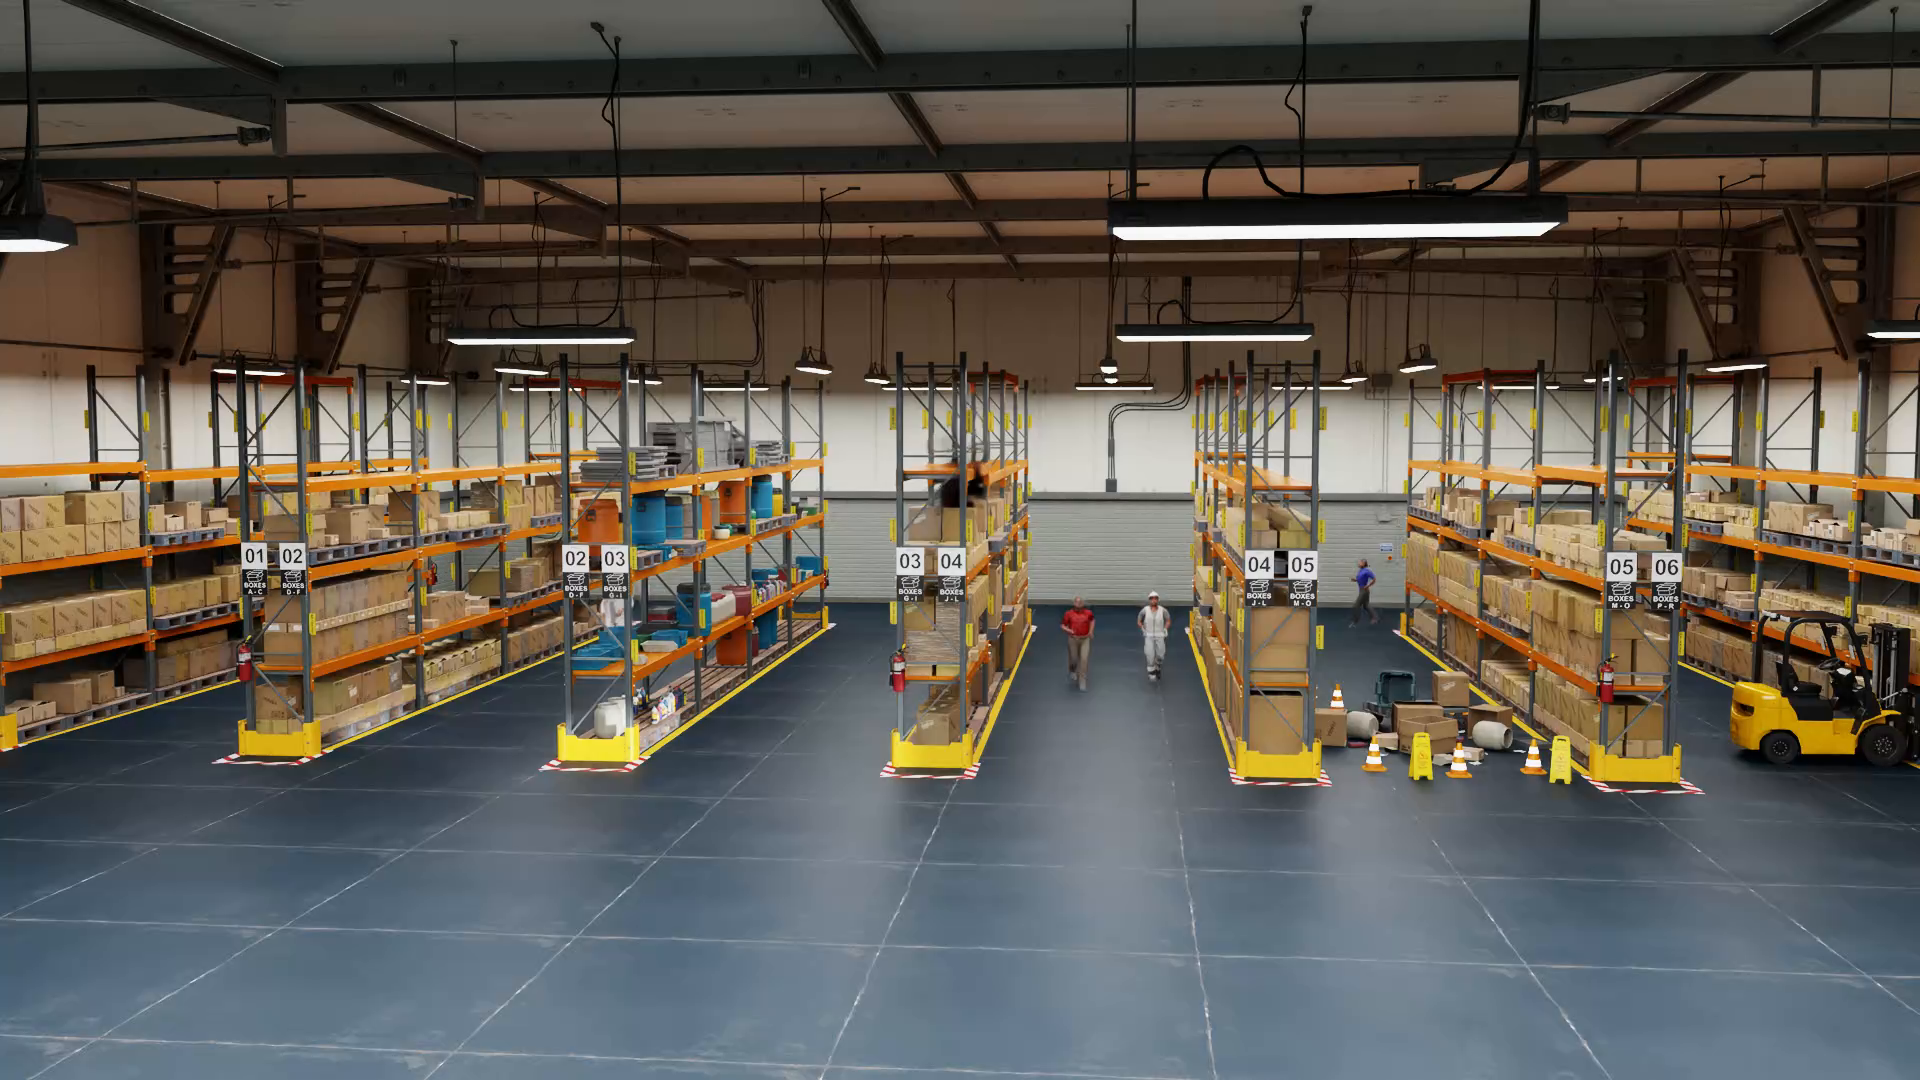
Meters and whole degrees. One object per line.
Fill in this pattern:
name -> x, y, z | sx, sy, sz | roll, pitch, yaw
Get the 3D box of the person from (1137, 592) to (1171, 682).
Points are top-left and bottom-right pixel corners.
person -> 3.717, 1.867, 31.803 | 0.648, 1.740, 0.598 | 0, 4, 4

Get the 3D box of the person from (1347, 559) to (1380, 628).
person -> 9.845, 1.309, 40.424 | 0.809, 1.705, 0.582 | 0, 4, 1

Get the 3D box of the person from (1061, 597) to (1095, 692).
person -> 2.228, 1.922, 31.221 | 0.664, 1.726, 0.954 | 0, 4, -4

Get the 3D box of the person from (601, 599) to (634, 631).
person -> -7.072, 1.687, 34.302 | 0.737, 1.820, 0.876 | 1, 4, 9
